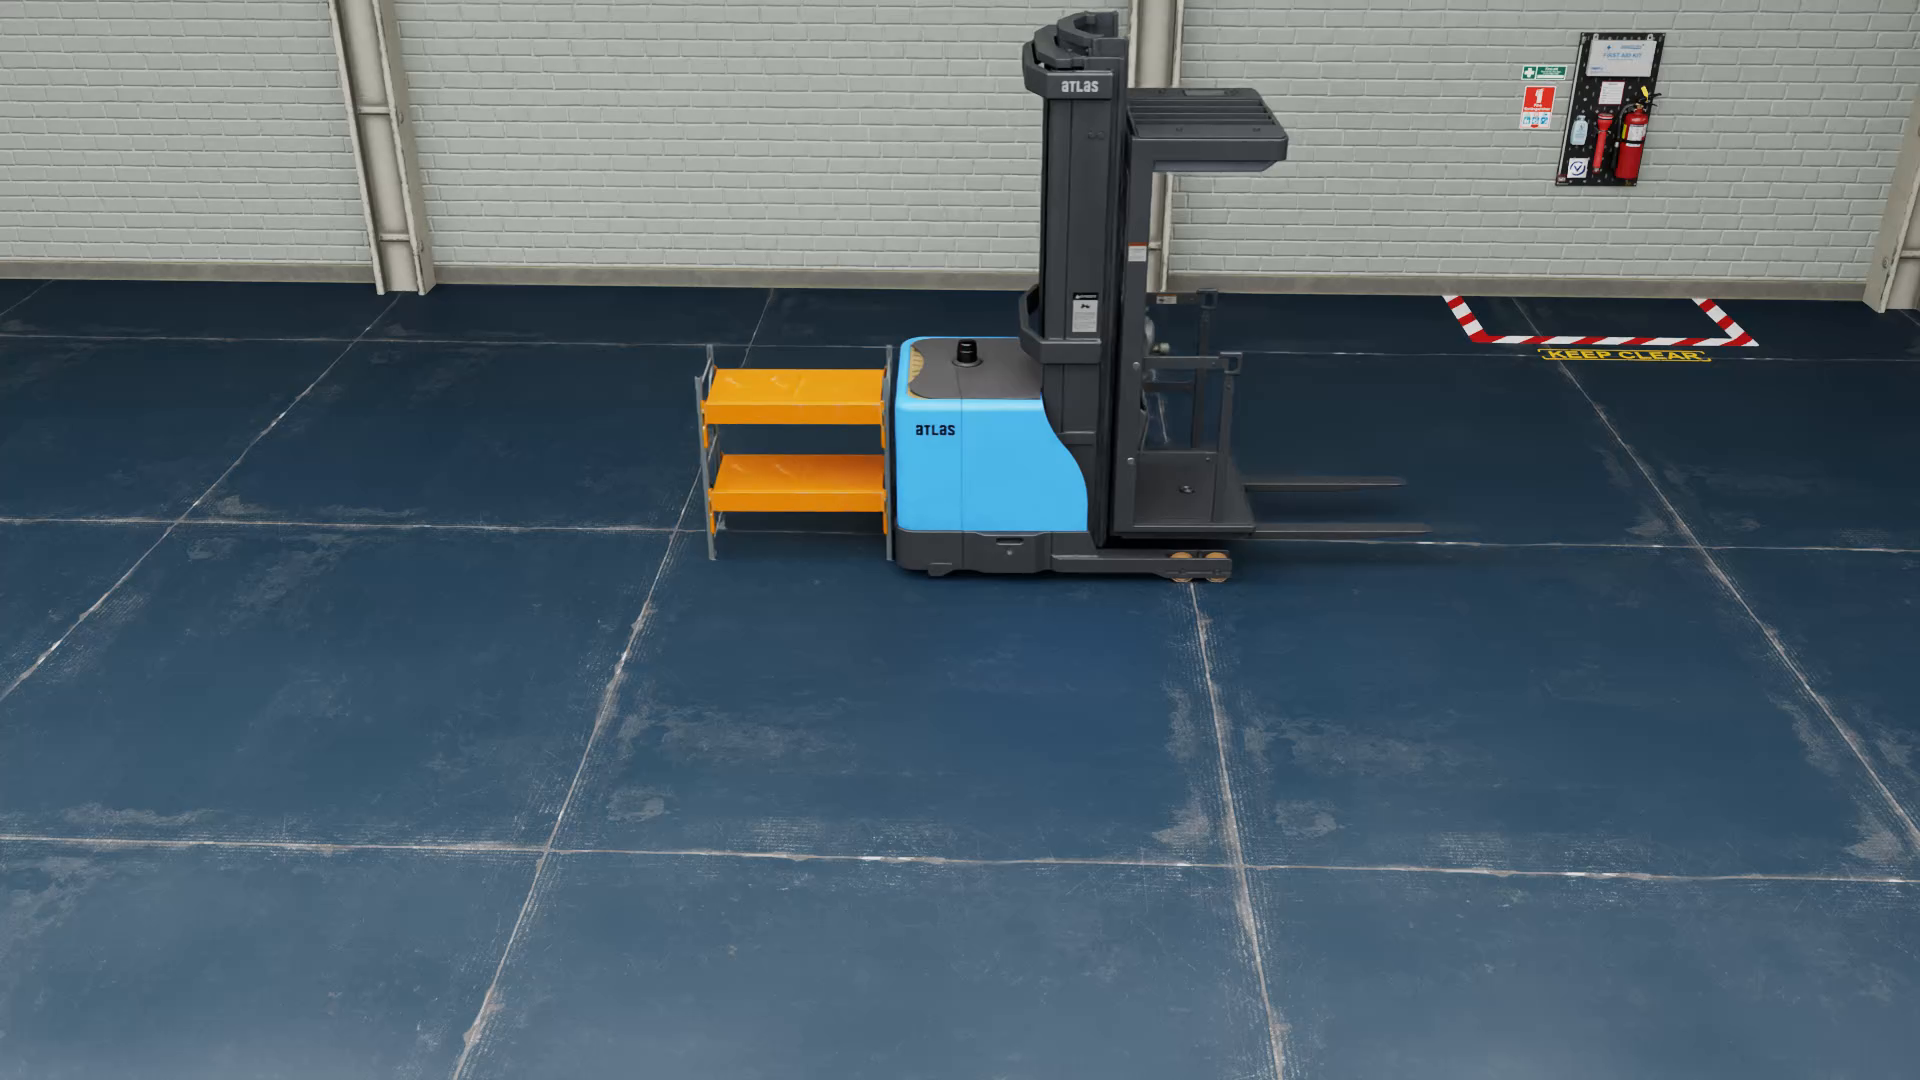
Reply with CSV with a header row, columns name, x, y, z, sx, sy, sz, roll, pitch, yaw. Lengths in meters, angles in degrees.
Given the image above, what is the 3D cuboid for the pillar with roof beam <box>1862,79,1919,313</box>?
name,x,y,z,sx,sy,sz,roll,pitch,yaw
pillar with roof beam,7.305,-3.829,7.365,0.400,9.000,9.100,1,28,2

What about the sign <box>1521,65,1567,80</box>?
name,x,y,z,sx,sy,sz,roll,pitch,yaw
sign,4.444,-3.555,12.650,0.331,0.109,0.001,1,28,2

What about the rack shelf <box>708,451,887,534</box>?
name,x,y,z,sx,sy,sz,roll,pitch,yaw
rack shelf,-0.911,-0.278,9.595,1.000,0.278,0.538,0,28,0

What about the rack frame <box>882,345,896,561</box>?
name,x,y,z,sx,sy,sz,roll,pitch,yaw
rack frame,-0.403,-0.493,9.479,0.032,1.125,0.500,0,28,0

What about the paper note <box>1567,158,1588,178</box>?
name,x,y,z,sx,sy,sz,roll,pitch,yaw
paper note,4.814,-2.898,12.955,0.142,0.148,0.016,1,28,2

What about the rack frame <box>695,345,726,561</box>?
name,x,y,z,sx,sy,sz,roll,pitch,yaw
rack frame,-1.419,-0.495,9.483,0.032,1.125,0.500,0,28,0

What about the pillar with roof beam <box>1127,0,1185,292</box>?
name,x,y,z,sx,sy,sz,roll,pitch,yaw
pillar with roof beam,1.309,-3.928,7.552,0.400,9.000,9.100,1,28,2

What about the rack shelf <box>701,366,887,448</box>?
name,x,y,z,sx,sy,sz,roll,pitch,yaw
rack shelf,-0.911,-0.753,9.344,1.000,0.278,0.538,0,28,0

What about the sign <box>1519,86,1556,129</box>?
name,x,y,z,sx,sy,sz,roll,pitch,yaw
sign,4.440,-3.325,12.782,0.234,0.329,0.001,1,28,2

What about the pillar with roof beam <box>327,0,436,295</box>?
name,x,y,z,sx,sy,sz,roll,pitch,yaw
pillar with roof beam,-4.687,-4.027,7.739,0.400,9.000,9.100,1,28,2

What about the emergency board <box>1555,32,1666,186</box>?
name,x,y,z,sx,sy,sz,roll,pitch,yaw
emergency board,4.989,-3.252,12.682,0.643,1.169,0.194,1,28,2

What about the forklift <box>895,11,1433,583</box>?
name,x,y,z,sx,sy,sz,roll,pitch,yaw
forklift,1.155,-1.308,9.087,3.031,2.935,1.130,0,28,0

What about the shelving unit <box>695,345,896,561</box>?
name,x,y,z,sx,sy,sz,roll,pitch,yaw
shelving unit,-0.911,-0.494,9.481,1.048,1.125,0.538,0,28,0
